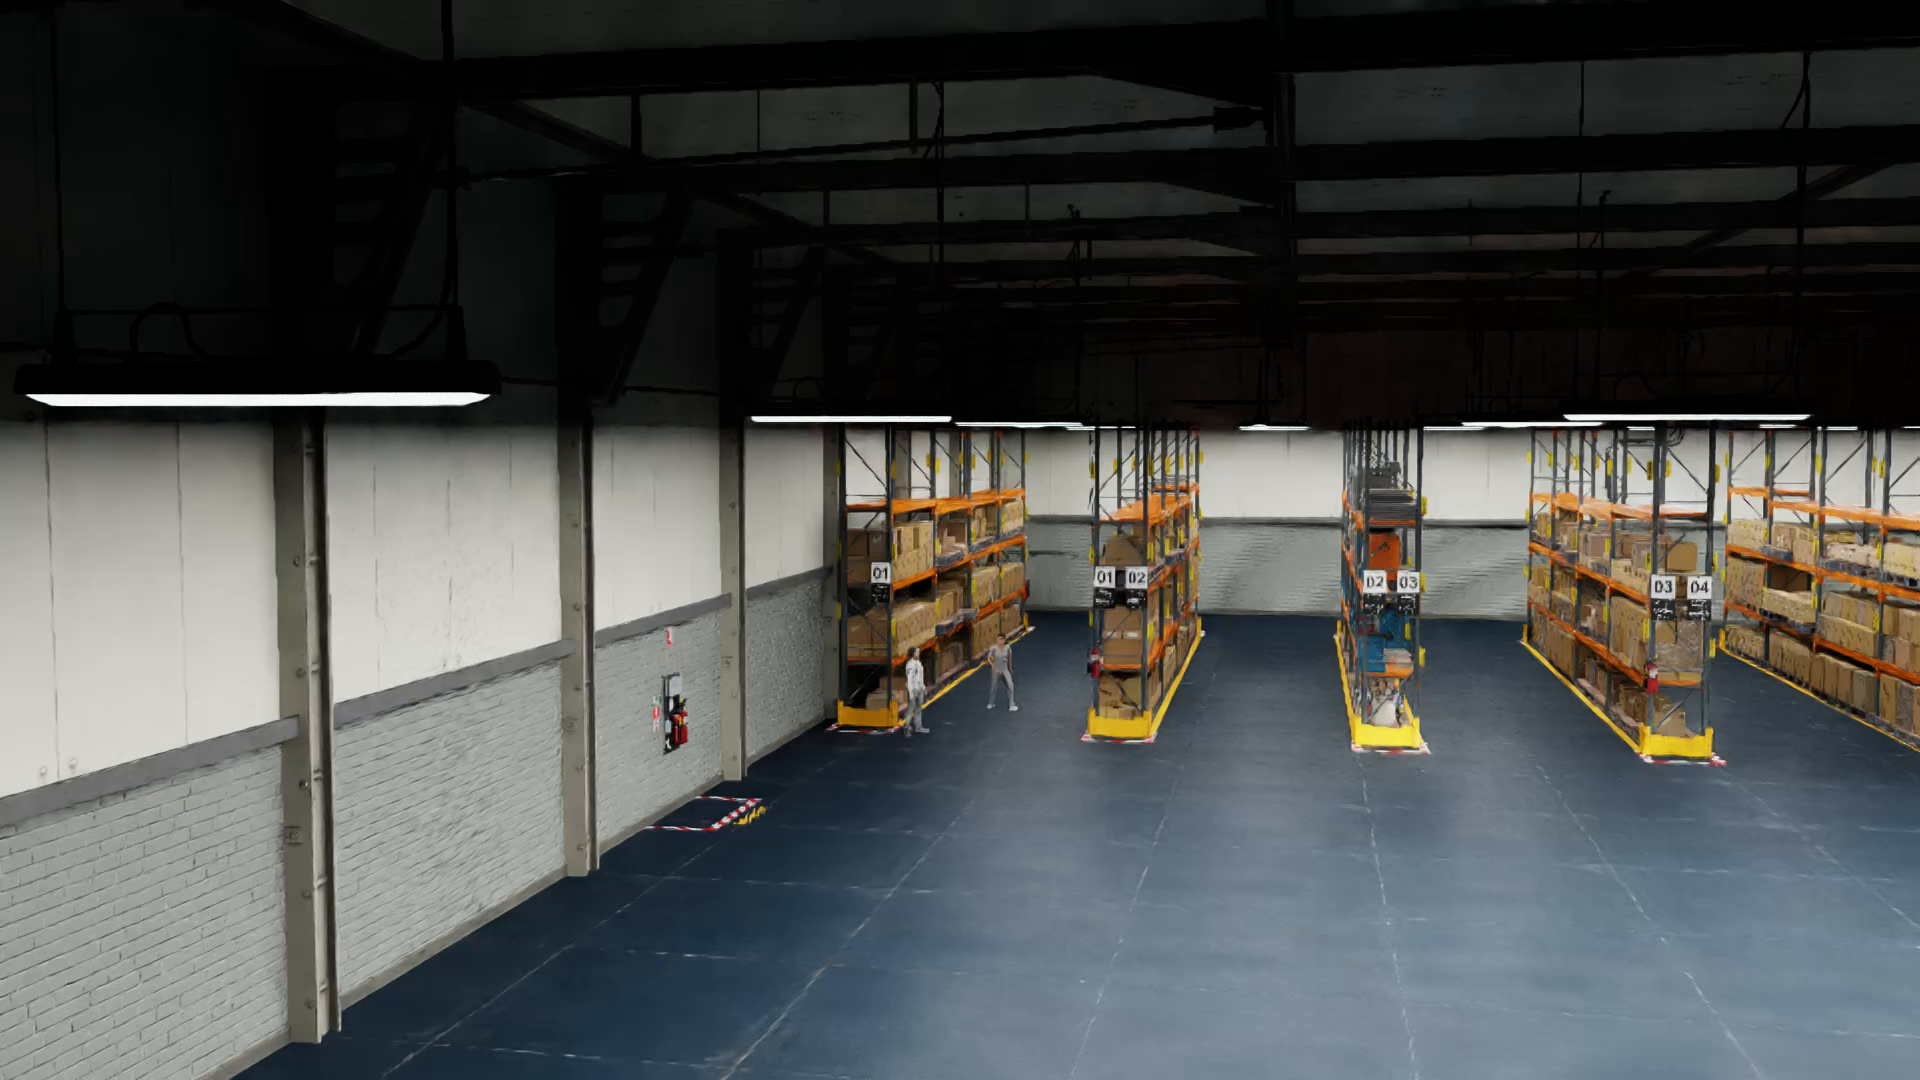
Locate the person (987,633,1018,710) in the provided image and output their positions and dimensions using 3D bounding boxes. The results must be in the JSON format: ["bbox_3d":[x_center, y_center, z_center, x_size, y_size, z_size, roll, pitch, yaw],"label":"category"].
[{"bbox_3d":[0.849,2.691,34.224,0.613,1.607,0.808,0,4,-6],"label":"person"}]

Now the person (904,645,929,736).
[{"bbox_3d":[-0.845,2.825,31.444,0.370,1.690,0.581,2,4,25],"label":"person"}]
